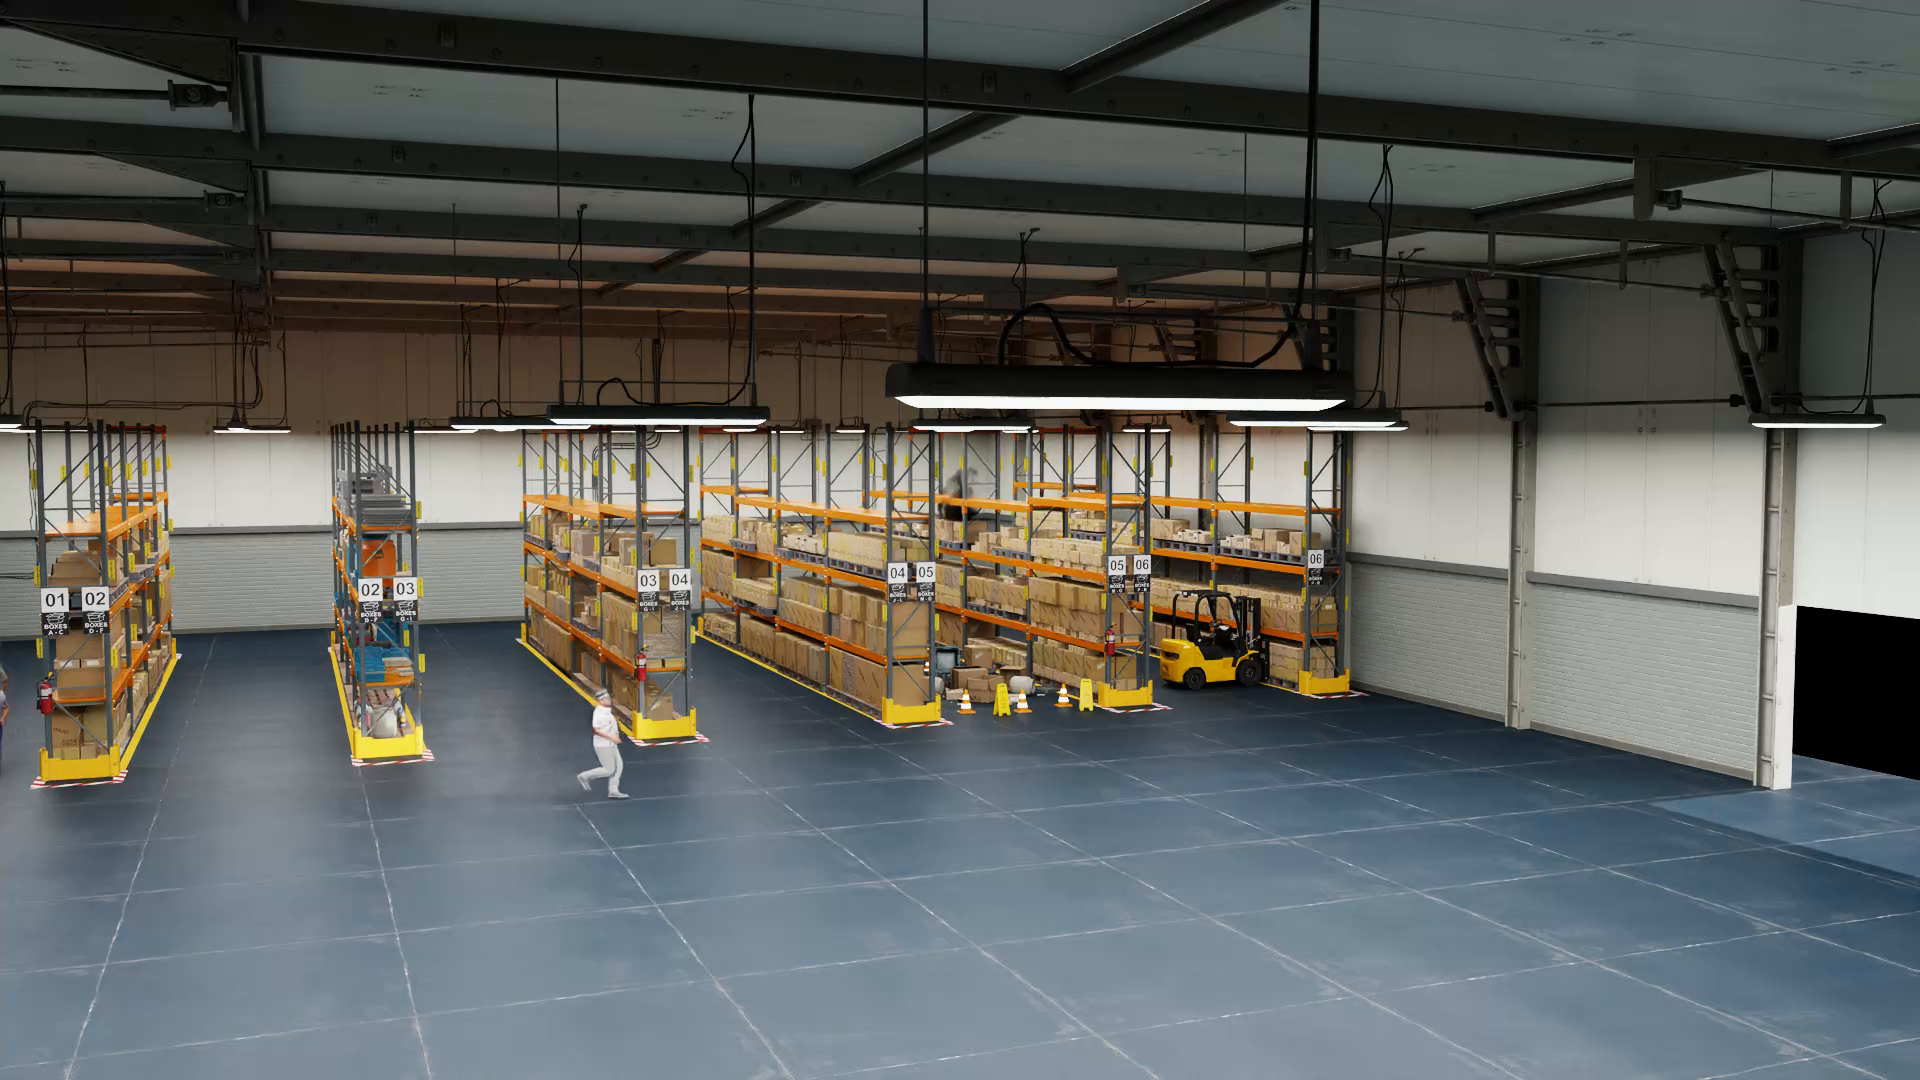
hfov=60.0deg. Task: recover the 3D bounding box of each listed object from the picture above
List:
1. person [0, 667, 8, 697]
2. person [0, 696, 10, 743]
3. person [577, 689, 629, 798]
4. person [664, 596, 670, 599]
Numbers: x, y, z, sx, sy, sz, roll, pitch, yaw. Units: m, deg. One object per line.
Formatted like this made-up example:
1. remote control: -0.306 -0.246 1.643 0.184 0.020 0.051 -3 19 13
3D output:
1. person: -18.023 2.932 30.827 0.673 1.737 0.665 -2 4 -28
2. person: -16.262 3.174 27.856 0.609 1.595 0.820 -2 4 -29
3. person: -5.626 3.214 26.212 0.784 1.753 0.662 0 4 -3
4. person: -8.410 1.976 46.790 0.679 1.638 0.753 0 4 -3
